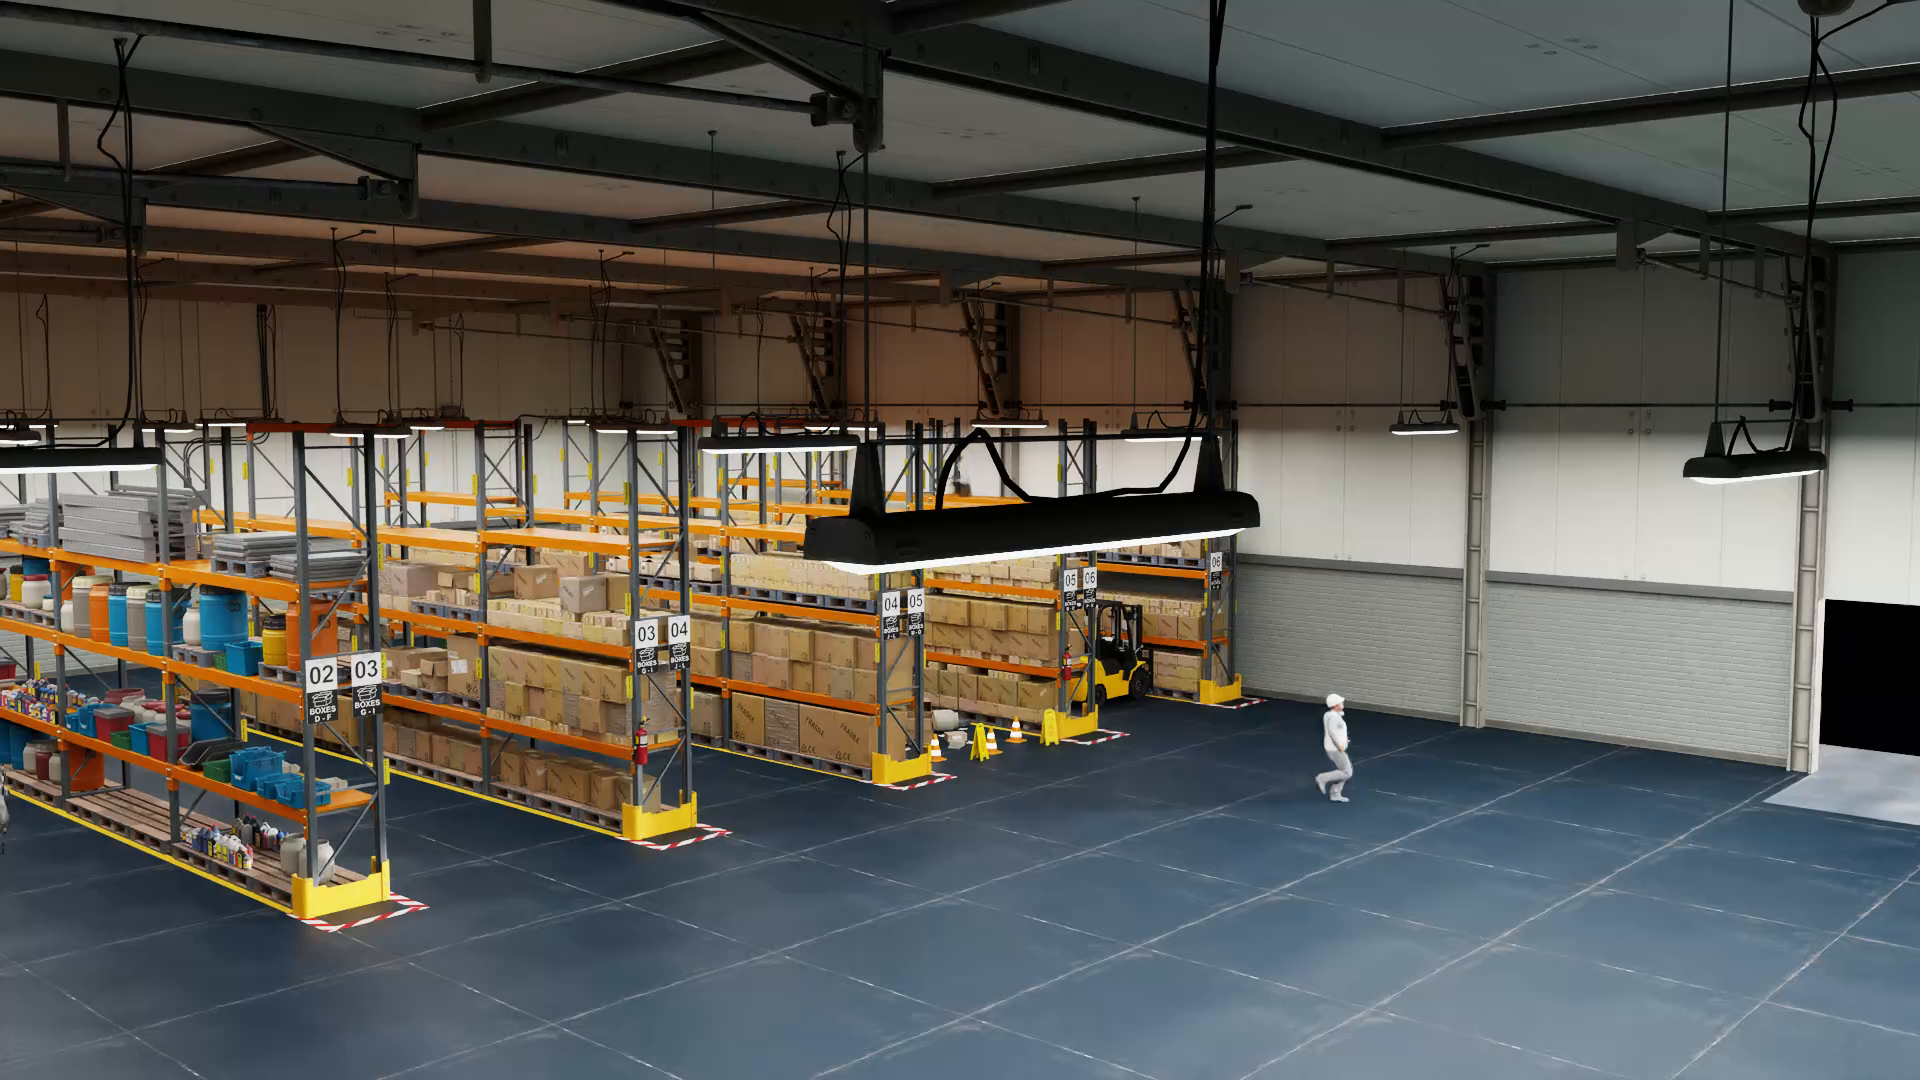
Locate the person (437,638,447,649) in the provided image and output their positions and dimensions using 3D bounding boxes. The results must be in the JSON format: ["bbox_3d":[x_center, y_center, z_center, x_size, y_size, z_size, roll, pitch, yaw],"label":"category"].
[{"bbox_3d":[-12.353,2.164,40.147,0.835,1.829,0.717,0,5,3],"label":"person"}]

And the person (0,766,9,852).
[{"bbox_3d":[-13.539,3.586,23.210,0.632,1.661,0.587,3,6,35],"label":"person"}]

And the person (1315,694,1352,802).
[{"bbox_3d":[5.949,3.316,26.489,0.581,1.736,0.696,0,5,4],"label":"person"}]
